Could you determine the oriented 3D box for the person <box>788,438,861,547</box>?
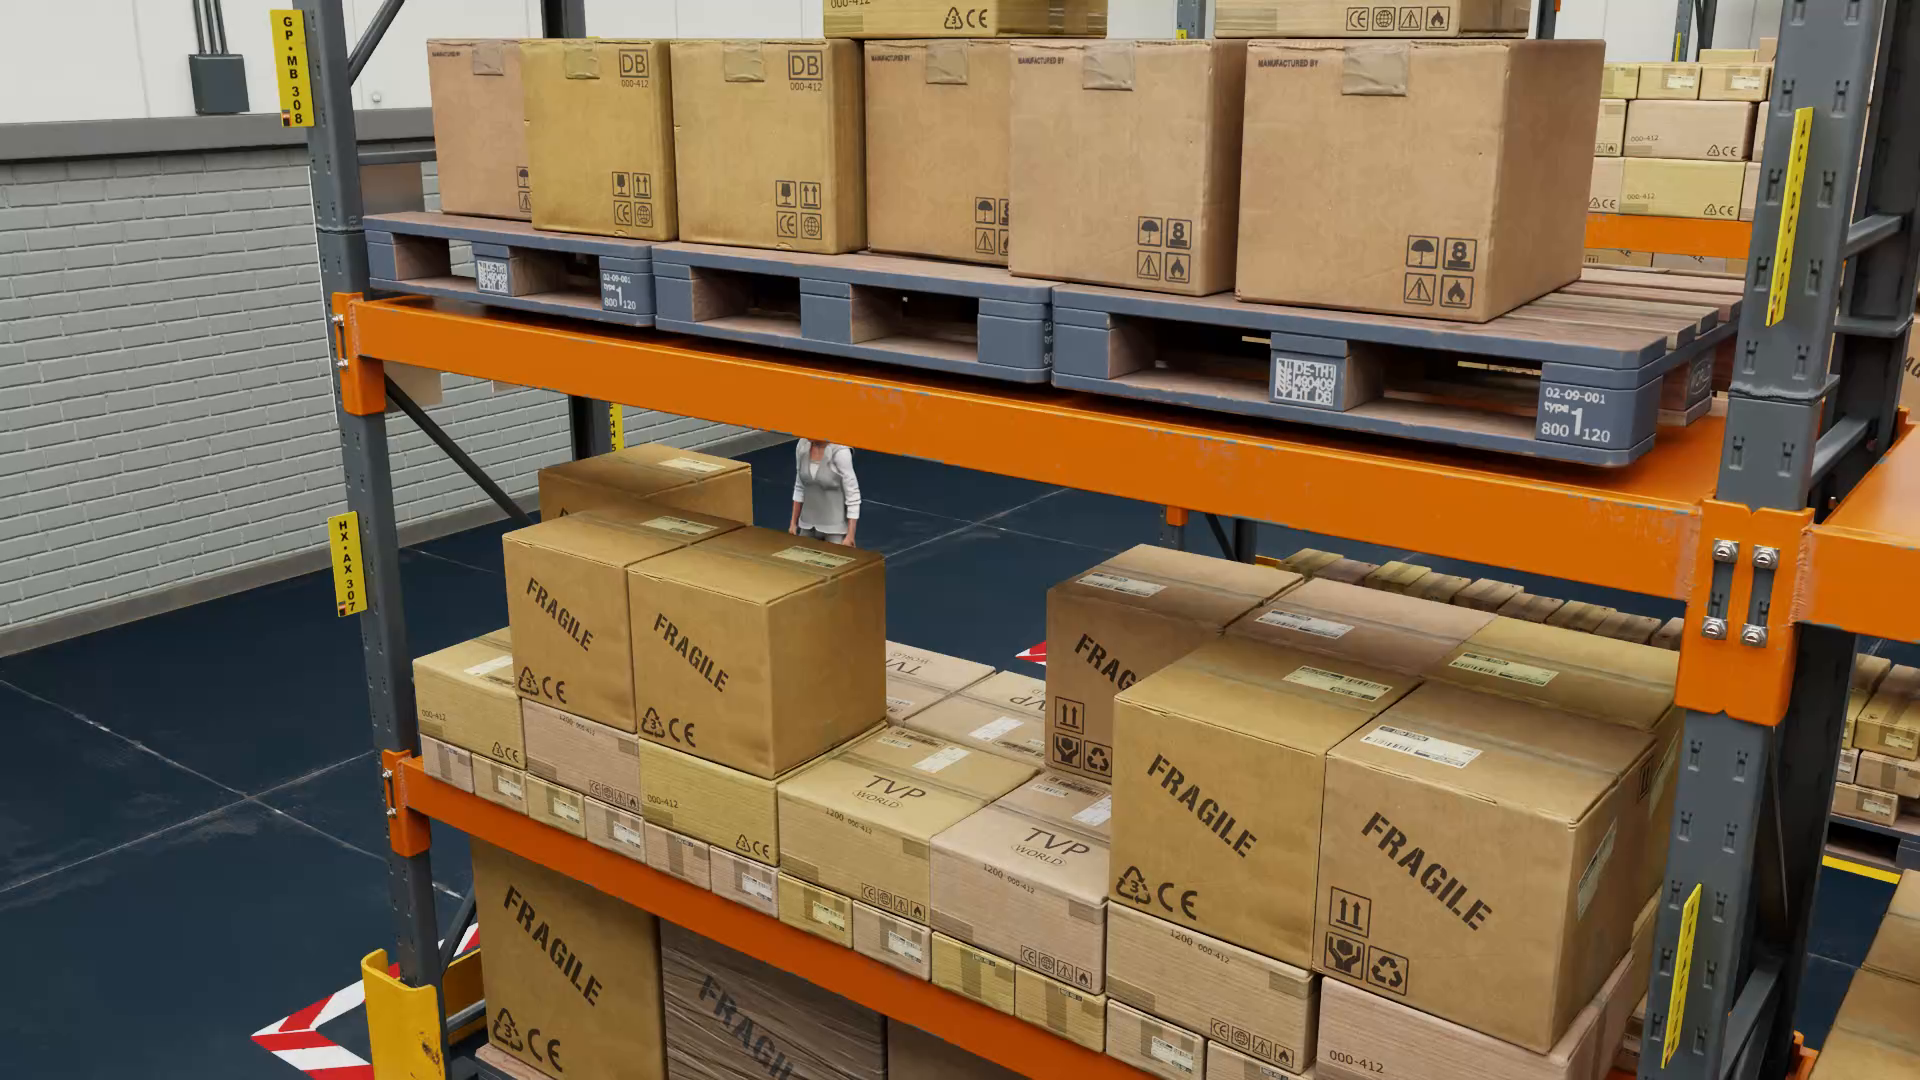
[{"bbox_3d":[-0.791,-0.043,9.700,0.484,1.594,0.340,11,20,32],"label":"person"}]
